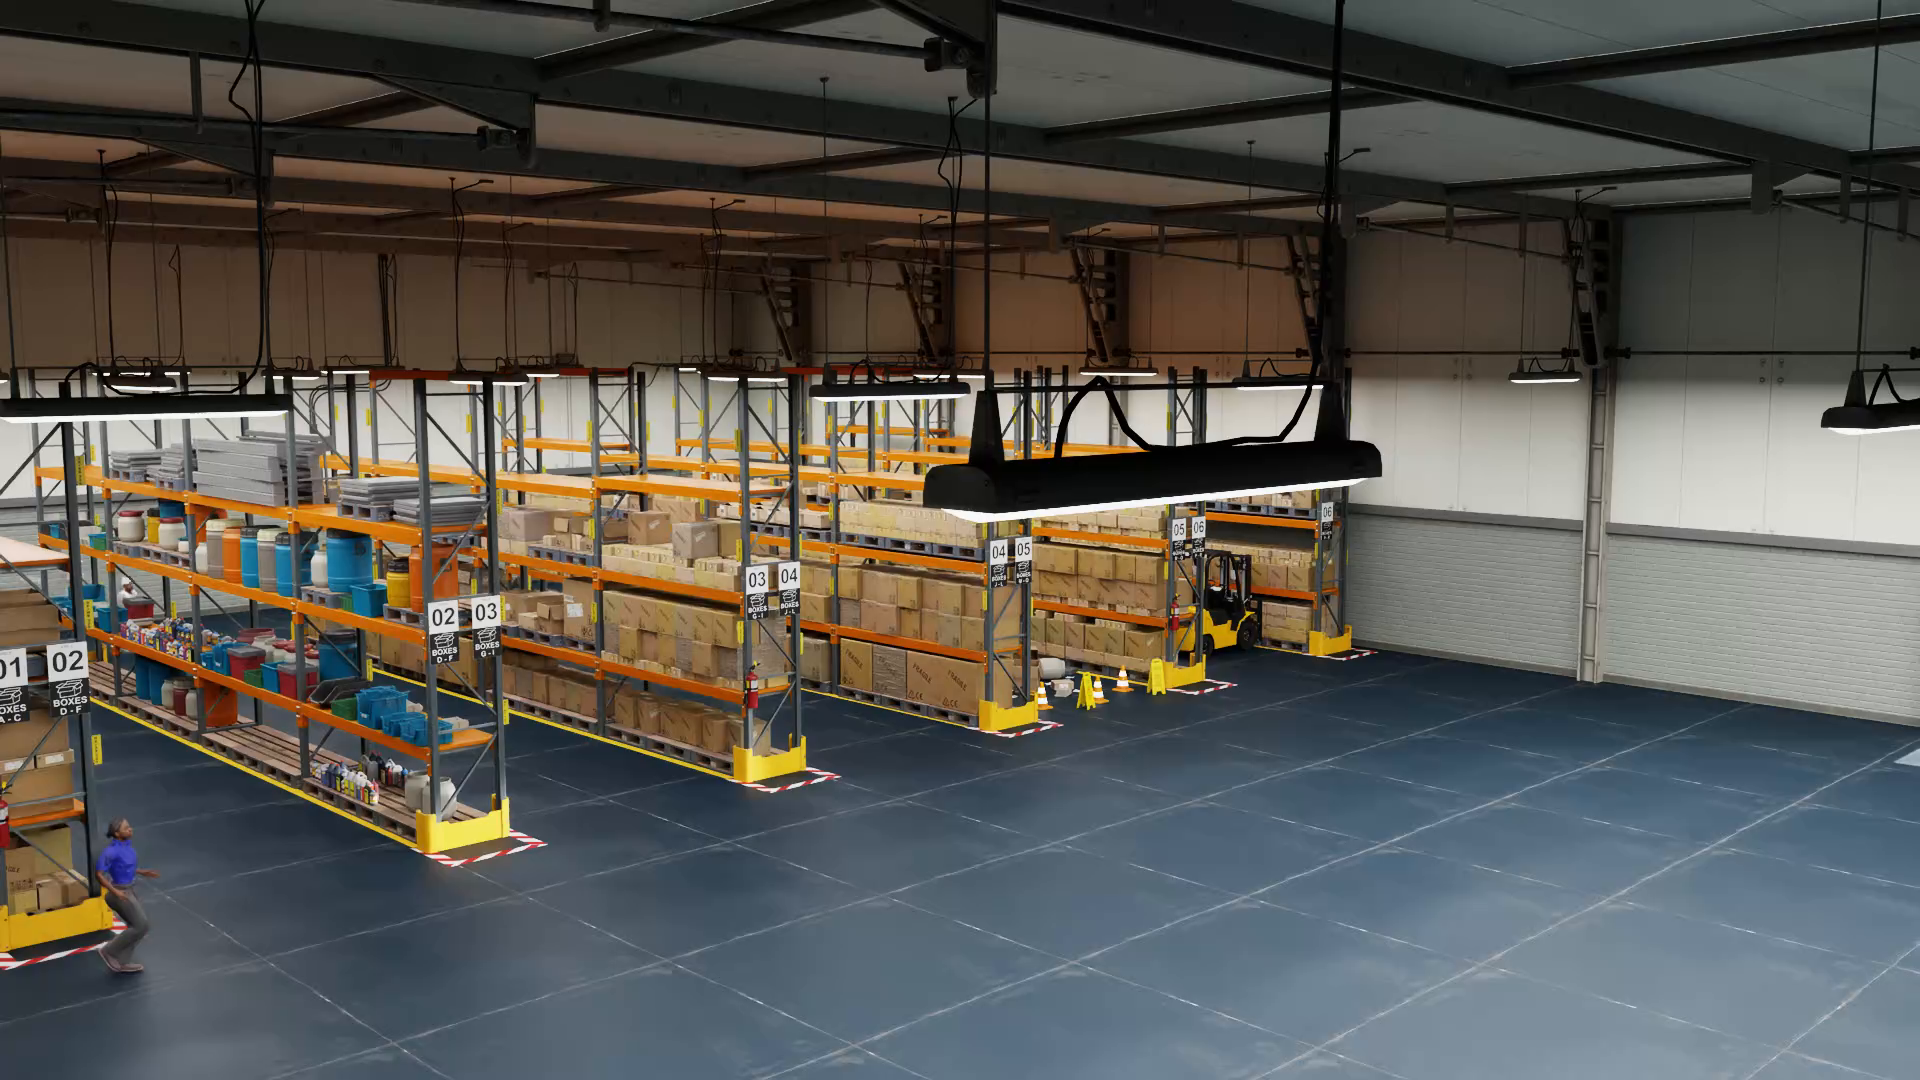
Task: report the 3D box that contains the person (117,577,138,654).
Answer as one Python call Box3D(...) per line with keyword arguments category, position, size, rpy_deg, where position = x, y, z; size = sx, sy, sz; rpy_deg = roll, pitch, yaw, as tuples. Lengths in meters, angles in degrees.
Box3D(category="person", position=(-17.205, 1.611, 34.361), size=(0.841, 1.742, 0.715), rpy_deg=(0, 6, 1))

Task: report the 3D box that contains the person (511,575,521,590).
Box3D(category="person", position=(-10.808, 0.910, 40.920), size=(0.633, 1.576, 0.627), rpy_deg=(-2, 7, -15))

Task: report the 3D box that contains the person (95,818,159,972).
Box3D(category="person", position=(-8.500, 3.622, 16.977), size=(0.555, 1.612, 0.599), rpy_deg=(-1, 7, -13))
